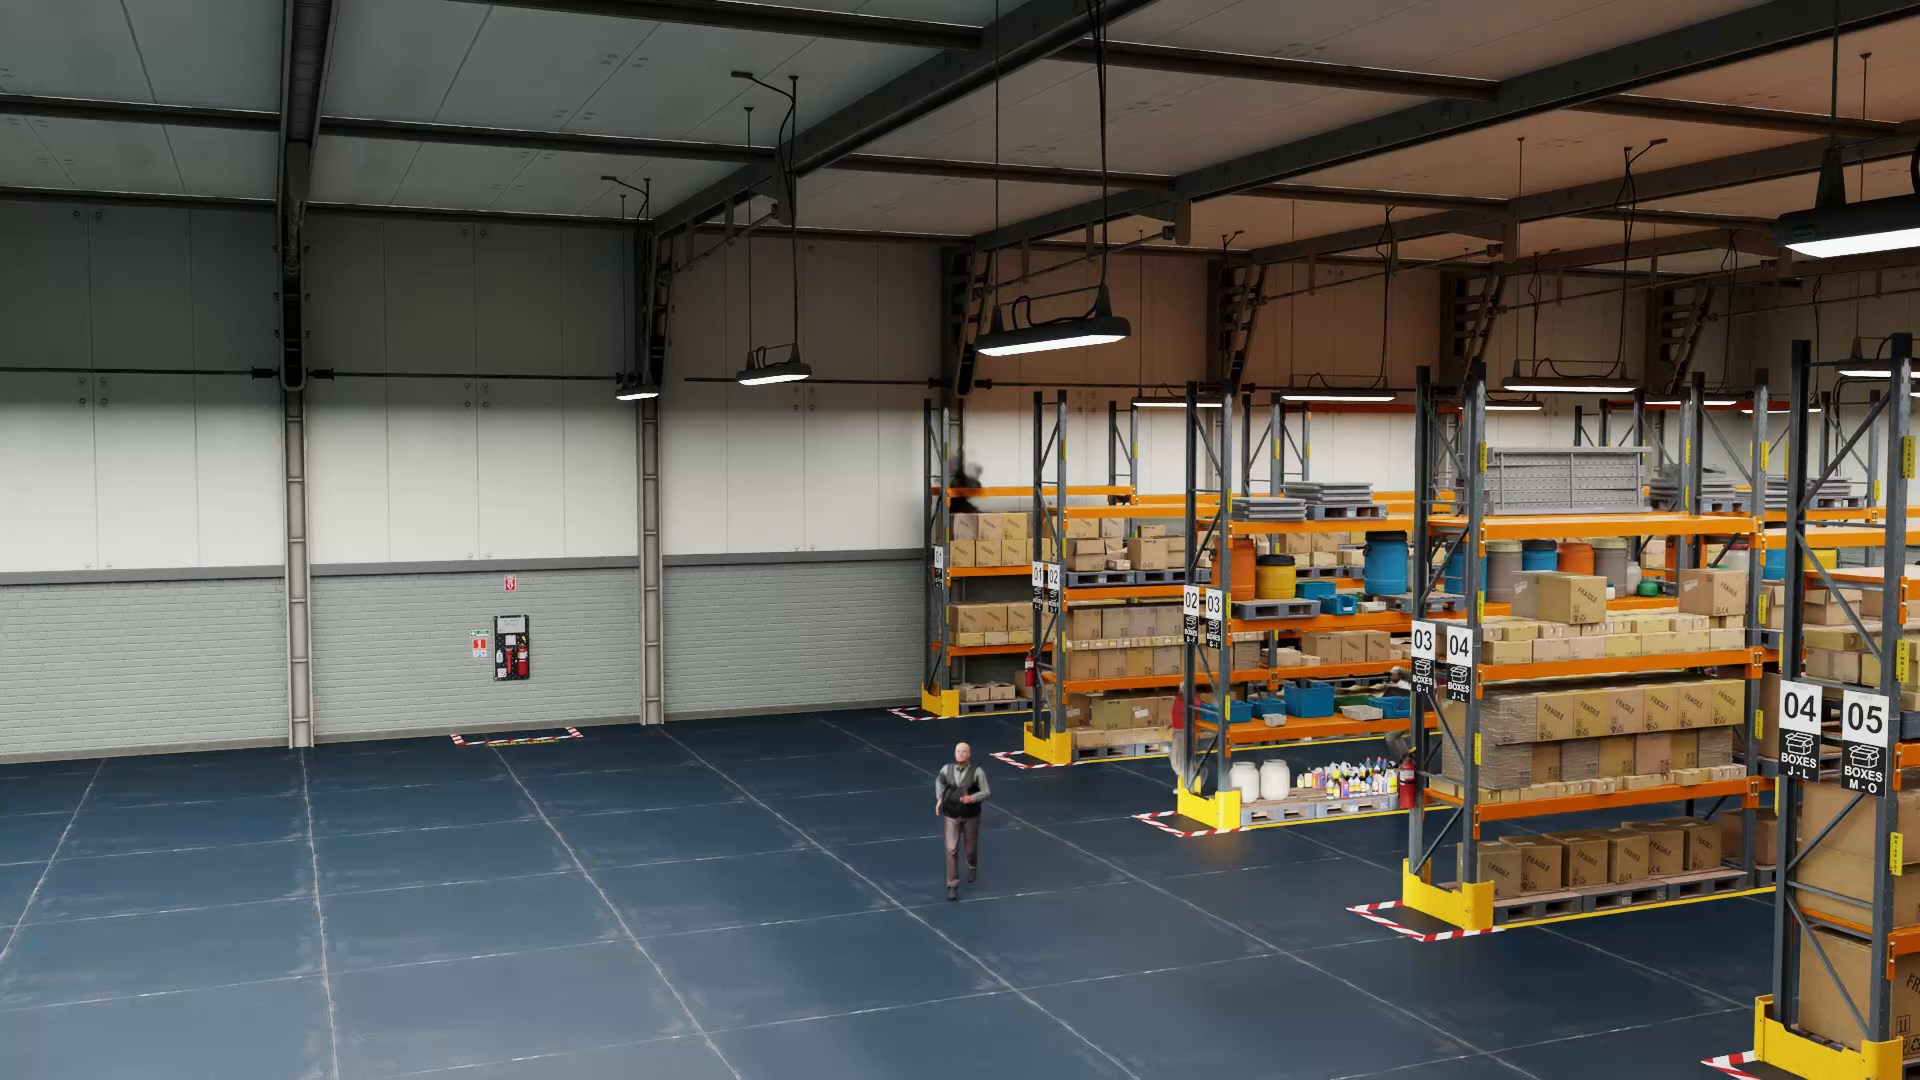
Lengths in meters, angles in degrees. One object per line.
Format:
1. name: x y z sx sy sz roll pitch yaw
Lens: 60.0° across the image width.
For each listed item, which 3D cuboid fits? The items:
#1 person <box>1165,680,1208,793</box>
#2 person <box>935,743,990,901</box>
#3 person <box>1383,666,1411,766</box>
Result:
1. person: 3.332 2.879 24.422 0.621 1.676 0.693 -3 4 -38
2. person: 0.018 3.162 18.969 0.669 1.705 0.964 0 3 8
3. person: 6.842 2.824 25.967 0.711 1.723 0.613 -1 4 -20
